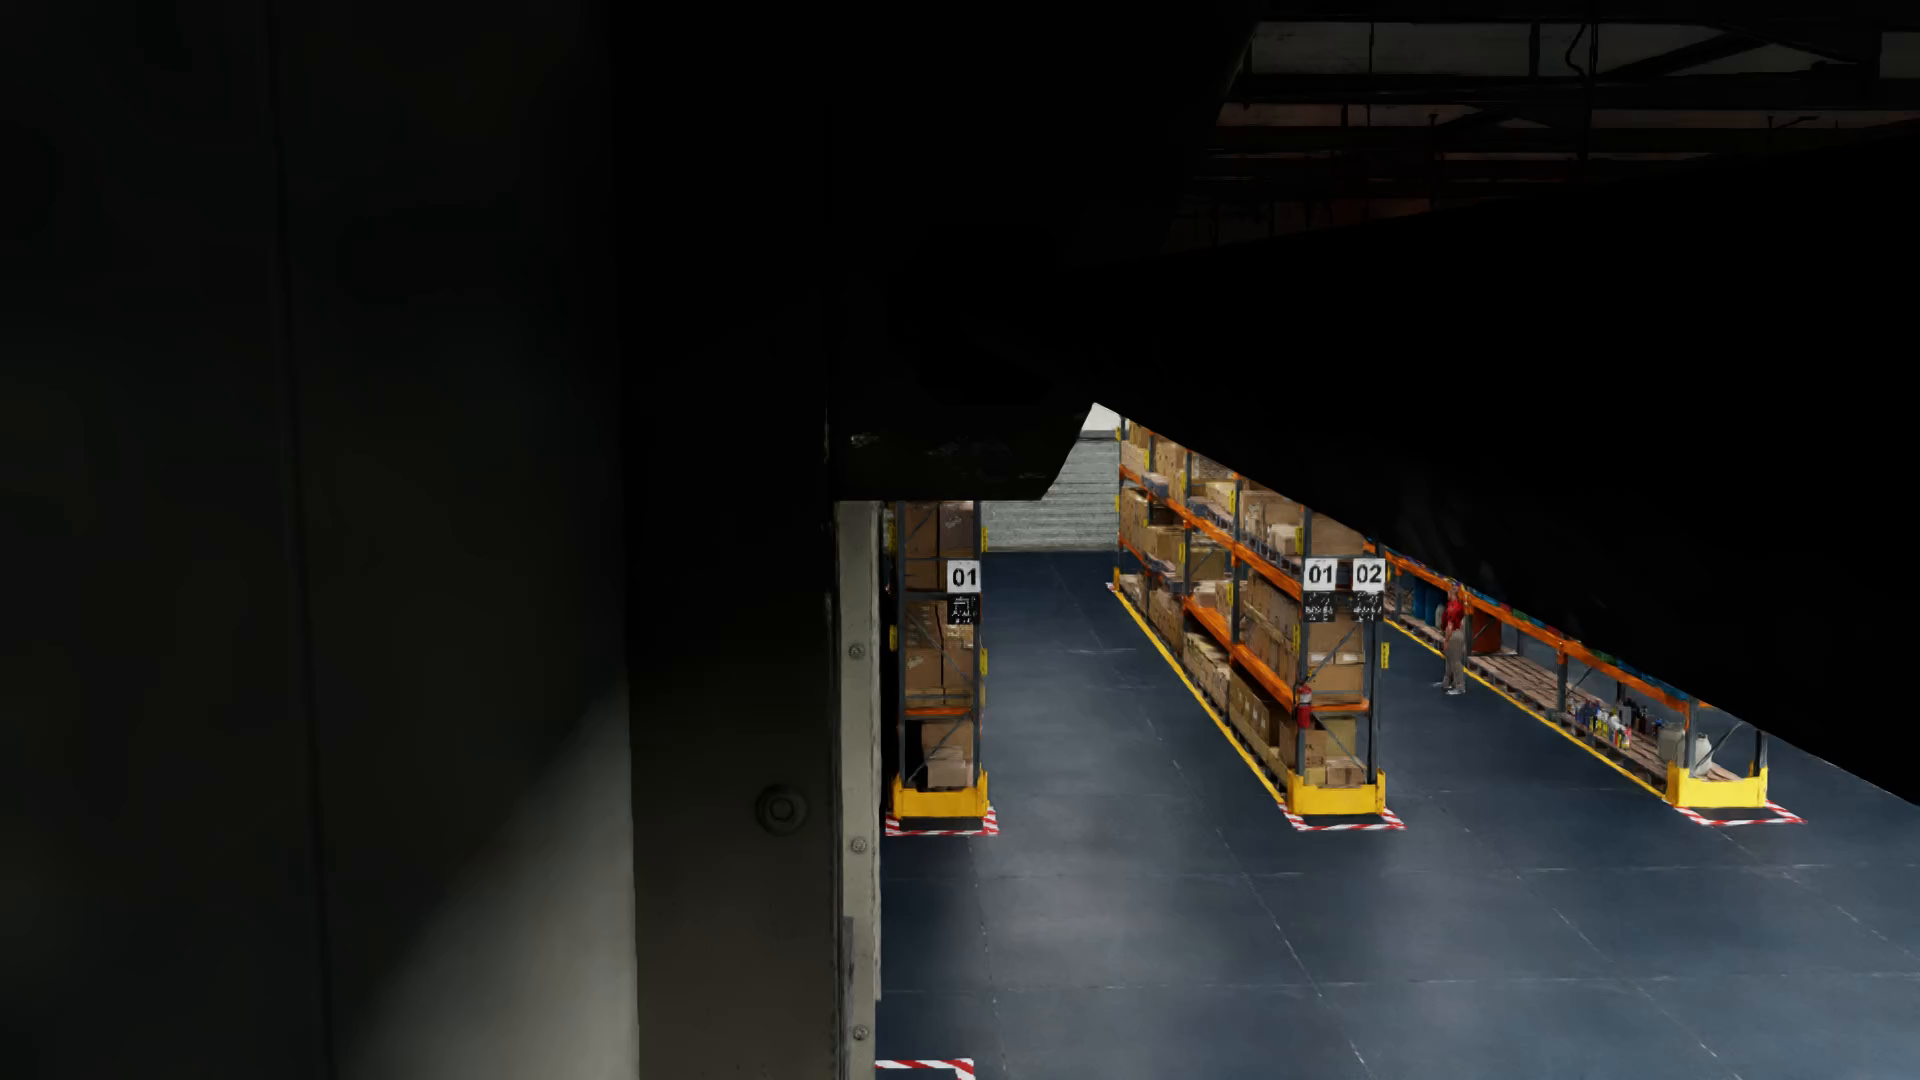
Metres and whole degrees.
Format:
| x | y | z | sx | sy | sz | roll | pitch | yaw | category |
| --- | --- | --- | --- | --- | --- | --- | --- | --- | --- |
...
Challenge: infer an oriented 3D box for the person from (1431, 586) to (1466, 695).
| x | y | z | sx | sy | sz | roll | pitch | yaw | category |
| --- | --- | --- | --- | --- | --- | --- | --- | --- | --- |
| 7.945 | 1.597 | 26.941 | 0.578 | 1.721 | 0.654 | 4 | 9 | 26 | person |
